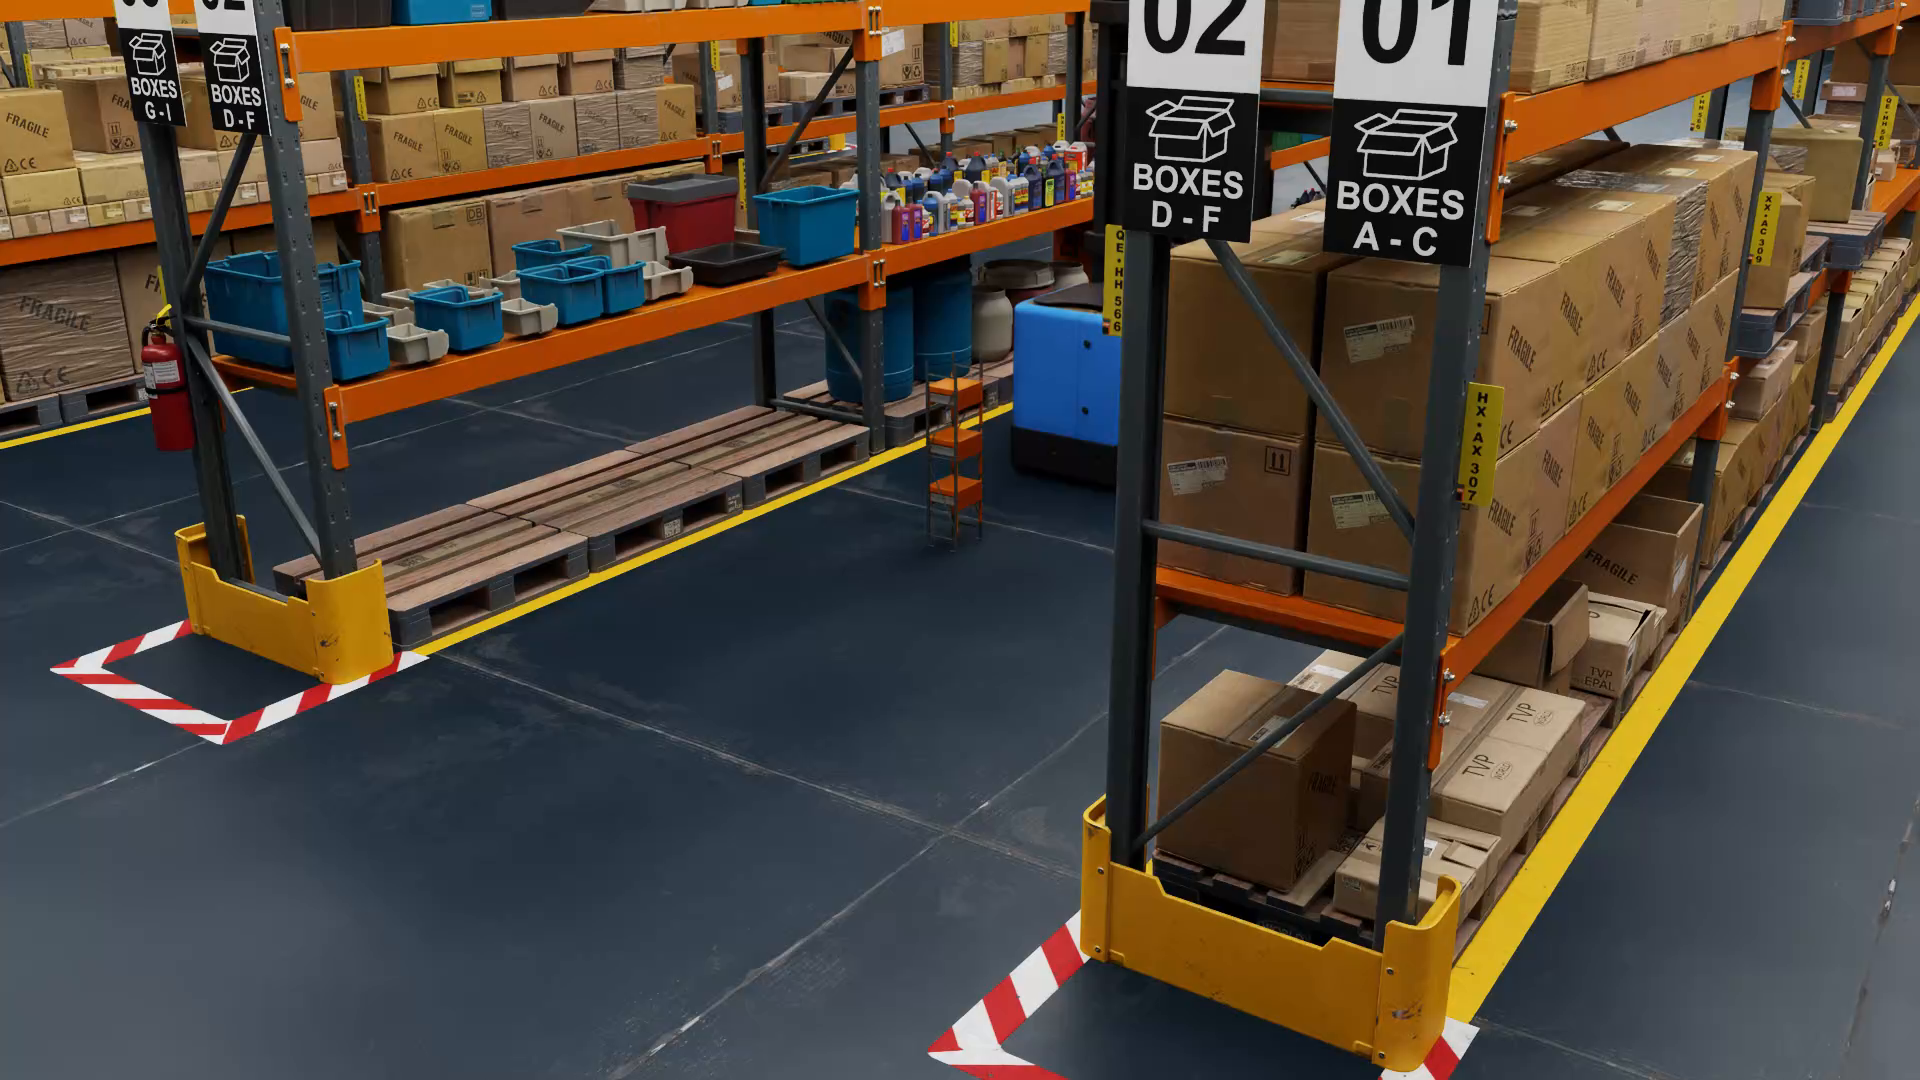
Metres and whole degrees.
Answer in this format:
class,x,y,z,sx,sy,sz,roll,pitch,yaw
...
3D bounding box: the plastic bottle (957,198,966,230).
class,x,y,z,sx,sy,sz,roll,pitch,yaw
plastic bottle,-0.009,-2.190,11.148,0.097,0.201,0.097,0,20,0

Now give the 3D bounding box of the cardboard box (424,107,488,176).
class,x,y,z,sx,sy,sz,roll,pitch,yaw
cardboard box,-4.282,-3.304,13.730,0.500,0.500,0.500,13,24,32

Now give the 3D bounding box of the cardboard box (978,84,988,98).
class,x,y,z,sx,sy,sz,roll,pitch,yaw
cardboard box,0.107,-5.357,19.785,0.380,0.149,0.250,13,24,32

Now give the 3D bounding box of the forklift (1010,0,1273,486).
class,x,y,z,sx,sy,sz,roll,pitch,yaw
forklift,1.582,-2.115,10.757,1.130,2.935,3.031,14,25,33

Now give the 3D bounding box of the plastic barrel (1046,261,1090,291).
class,x,y,z,sx,sy,sz,roll,pitch,yaw
plastic barrel,0.811,-1.918,13.109,0.421,0.512,0.421,0,20,0

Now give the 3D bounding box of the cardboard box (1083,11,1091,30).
class,x,y,z,sx,sy,sz,roll,pitch,yaw
cardboard box,1.335,-6.778,21.250,0.500,0.500,0.500,13,24,32

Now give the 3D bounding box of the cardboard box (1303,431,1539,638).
class,x,y,z,sx,sy,sz,roll,pitch,yaw
cardboard box,1.381,-0.072,4.991,0.500,0.500,0.500,14,24,33

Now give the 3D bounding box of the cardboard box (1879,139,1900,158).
class,x,y,z,sx,sy,sz,roll,pitch,yaw
cardboard box,7.418,-3.172,13.733,0.500,0.250,0.500,15,25,35

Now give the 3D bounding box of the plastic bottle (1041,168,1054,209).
class,x,y,z,sx,sy,sz,roll,pitch,yaw
plastic bottle,0.620,-2.538,11.971,0.061,0.283,0.133,13,24,32

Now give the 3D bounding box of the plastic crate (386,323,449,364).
class,x,y,z,sx,sy,sz,roll,pitch,yaw
plastic crate,-2.522,-0.903,7.676,0.250,0.136,0.298,13,24,32

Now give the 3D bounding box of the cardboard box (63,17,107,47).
class,x,y,z,sx,sy,sz,roll,pitch,yaw
cardboard box,-11.051,-6.427,20.730,0.500,0.500,0.500,13,24,30

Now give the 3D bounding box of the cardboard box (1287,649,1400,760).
class,x,y,z,sx,sy,sz,roll,pitch,yaw
cardboard box,1.574,0.663,6.477,0.500,0.250,0.500,13,24,32

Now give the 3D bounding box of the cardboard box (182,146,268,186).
class,x,y,z,sx,sy,sz,roll,pitch,yaw
cardboard box,-5.349,-2.772,12.223,0.500,0.250,0.500,14,25,33

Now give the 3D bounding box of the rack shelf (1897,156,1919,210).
class,x,y,z,sx,sy,sz,roll,pitch,yaw
rack shelf,8.783,-3.629,15.788,1.077,0.370,4.000,13,24,32

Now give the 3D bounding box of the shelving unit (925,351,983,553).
class,x,y,z,sx,sy,sz,roll,pitch,yaw
shelving unit,-0.030,-0.477,9.041,0.215,1.050,0.252,13,24,32

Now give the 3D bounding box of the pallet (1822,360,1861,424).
class,x,y,z,sx,sy,sz,roll,pitch,yaw
pallet,5.905,-1.165,12.111,1.003,0.211,1.213,13,24,32

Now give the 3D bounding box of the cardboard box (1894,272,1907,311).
class,x,y,z,sx,sy,sz,roll,pitch,yaw
cardboard box,7.665,-2.124,14.041,0.500,0.250,0.500,13,24,31

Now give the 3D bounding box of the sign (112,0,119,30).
class,x,y,z,sx,sy,sz,roll,pitch,yaw
sign,-3.645,-2.376,7.193,0.100,0.325,0.005,13,24,32

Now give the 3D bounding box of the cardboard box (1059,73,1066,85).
class,x,y,z,sx,sy,sz,roll,pitch,yaw
cardboard box,1.160,-5.947,21.381,0.380,0.149,0.250,13,24,32

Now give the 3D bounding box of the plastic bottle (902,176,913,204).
class,x,y,z,sx,sy,sz,roll,pitch,yaw
plastic bottle,-0.376,-2.410,11.642,0.097,0.271,0.097,0,20,0

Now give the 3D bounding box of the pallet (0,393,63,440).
class,x,y,z,sx,sy,sz,roll,pitch,yaw
pallet,-6.893,-0.819,11.175,1.003,0.211,1.213,13,24,32

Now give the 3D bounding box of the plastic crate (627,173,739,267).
class,x,y,z,sx,sy,sz,roll,pitch,yaw
plastic crate,-1.642,-1.915,9.939,0.402,0.464,0.583,13,24,32

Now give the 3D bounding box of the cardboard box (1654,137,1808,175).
class,x,y,z,sx,sy,sz,roll,pitch,yaw
cardboard box,4.477,-2.060,9.762,0.500,0.500,0.700,-19,28,-41

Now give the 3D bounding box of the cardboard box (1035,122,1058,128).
class,x,y,z,sx,sy,sz,roll,pitch,yaw
cardboard box,1.352,-5.321,22.325,0.500,0.500,0.500,19,28,42

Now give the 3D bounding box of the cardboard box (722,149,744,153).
class,x,y,z,sx,sy,sz,roll,pitch,yaw
cardboard box,-3.662,-5.948,23.479,0.875,0.875,0.875,13,24,32

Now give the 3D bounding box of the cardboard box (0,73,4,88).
class,x,y,z,sx,sy,sz,roll,pitch,yaw
cardboard box,-9.113,-4.019,15.232,0.500,0.500,0.500,13,24,32

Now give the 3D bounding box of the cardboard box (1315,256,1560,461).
class,x,y,z,sx,sy,sz,roll,pitch,yaw
cardboard box,1.381,-0.541,4.818,0.500,0.500,0.500,14,25,33

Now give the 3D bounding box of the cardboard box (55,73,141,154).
class,x,y,z,sx,sy,sz,roll,pitch,yaw
cardboard box,-6.082,-3.073,11.956,0.500,0.500,0.500,12,24,30

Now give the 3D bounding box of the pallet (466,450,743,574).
class,x,y,z,sx,sy,sz,roll,pitch,yaw
pallet,-1.999,-0.186,9.463,1.003,0.211,1.213,13,24,32

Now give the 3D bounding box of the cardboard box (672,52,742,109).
class,x,y,z,sx,sy,sz,roll,pitch,yaw
cardboard box,-2.510,-4.584,16.584,0.500,0.500,0.500,10,23,25

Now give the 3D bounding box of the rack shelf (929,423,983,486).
class,x,y,z,sx,sy,sz,roll,pitch,yaw
rack shelf,-0.030,-0.467,9.045,0.215,0.259,0.240,13,24,32

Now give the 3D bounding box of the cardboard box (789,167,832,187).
class,x,y,z,sx,sy,sz,roll,pitch,yaw
cardboard box,-1.806,-3.733,18.003,0.700,0.500,0.500,16,25,36

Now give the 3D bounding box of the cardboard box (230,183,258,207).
class,x,y,z,sx,sy,sz,roll,pitch,yaw
cardboard box,-5.363,-2.539,12.168,0.380,0.149,0.250,14,24,33

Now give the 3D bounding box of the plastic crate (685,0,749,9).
class,x,y,z,sx,sy,sz,roll,pitch,yaw
plastic crate,-1.333,-2.908,8.859,0.293,0.136,0.466,13,24,32

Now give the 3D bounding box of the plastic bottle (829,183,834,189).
class,x,y,z,sx,sy,sz,roll,pitch,yaw
plastic bottle,-0.886,-2.260,11.221,0.061,0.283,0.133,13,24,32

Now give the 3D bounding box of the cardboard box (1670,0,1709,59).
class,x,y,z,sx,sy,sz,roll,pitch,yaw
cardboard box,2.259,-1.813,5.734,0.500,0.250,0.500,13,24,32

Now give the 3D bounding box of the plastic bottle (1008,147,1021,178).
class,x,y,z,sx,sy,sz,roll,pitch,yaw
plastic bottle,0.432,-2.933,13.040,0.061,0.283,0.133,13,24,32

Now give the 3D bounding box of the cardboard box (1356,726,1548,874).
class,x,y,z,sx,sy,sz,roll,pitch,yaw
cardboard box,1.734,0.890,5.864,0.500,0.250,0.500,13,24,32

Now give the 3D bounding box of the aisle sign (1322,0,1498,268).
class,x,y,z,sx,sy,sz,roll,pitch,yaw
aisle sign,1.118,-1.091,4.145,0.394,0.787,0.004,13,24,32

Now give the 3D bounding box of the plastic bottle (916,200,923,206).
class,x,y,z,sx,sy,sz,roll,pitch,yaw
plastic bottle,-0.265,-2.153,11.048,0.097,0.201,0.097,0,20,0

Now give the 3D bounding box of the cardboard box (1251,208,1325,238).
class,x,y,z,sx,sy,sz,roll,pitch,yaw
cardboard box,1.219,-0.791,5.495,0.500,0.500,0.500,14,25,33

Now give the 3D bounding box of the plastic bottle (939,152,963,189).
class,x,y,z,sx,sy,sz,roll,pitch,yaw
plastic bottle,-0.068,-2.684,12.269,0.144,0.351,0.185,13,24,32

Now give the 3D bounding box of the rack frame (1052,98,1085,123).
class,x,y,z,sx,sy,sz,roll,pitch,yaw
rack frame,1.717,-6.473,22.440,1.000,3.000,0.127,13,24,32

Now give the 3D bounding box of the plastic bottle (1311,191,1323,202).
class,x,y,z,sx,sy,sz,roll,pitch,yaw
plastic bottle,3.807,-3.536,17.685,0.144,0.351,0.185,13,24,32

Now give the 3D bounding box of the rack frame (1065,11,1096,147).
class,x,y,z,sx,sy,sz,roll,pitch,yaw
rack frame,1.316,-3.211,13.623,1.000,3.000,0.127,13,24,32

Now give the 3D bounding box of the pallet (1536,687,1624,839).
class,x,y,z,sx,sy,sz,roll,pitch,yaw
pallet,2.090,0.760,6.908,1.003,0.211,1.213,13,24,32

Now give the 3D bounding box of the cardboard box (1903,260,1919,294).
class,x,y,z,sx,sy,sz,roll,pitch,yaw
cardboard box,8.170,-2.373,14.716,0.500,0.250,0.500,13,24,32

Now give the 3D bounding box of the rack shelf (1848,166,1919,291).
class,x,y,z,sx,sy,sz,roll,pitch,yaw
rack shelf,6.535,-2.481,12.685,1.077,0.370,4.000,13,24,32

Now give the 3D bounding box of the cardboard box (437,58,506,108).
class,x,y,z,sx,sy,sz,roll,pitch,yaw
cardboard box,-4.281,-3.927,13.967,0.797,0.503,0.637,14,24,32

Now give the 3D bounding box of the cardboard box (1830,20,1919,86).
class,x,y,z,sx,sy,sz,roll,pitch,yaw
cardboard box,7.903,-4.176,14.217,0.700,0.500,0.500,13,24,32

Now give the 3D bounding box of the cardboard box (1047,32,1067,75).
class,x,y,z,sx,sy,sz,roll,pitch,yaw
cardboard box,0.886,-6.205,21.143,0.875,0.500,0.500,13,24,32

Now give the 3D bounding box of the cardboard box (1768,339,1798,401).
class,x,y,z,sx,sy,sz,roll,pitch,yaw
cardboard box,4.479,-1.005,9.545,0.500,0.250,0.500,13,24,31

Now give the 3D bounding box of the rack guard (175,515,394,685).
class,x,y,z,sx,sy,sz,roll,pitch,yaw
rack guard,-3.184,0.266,7.826,1.175,0.500,0.348,13,24,32
